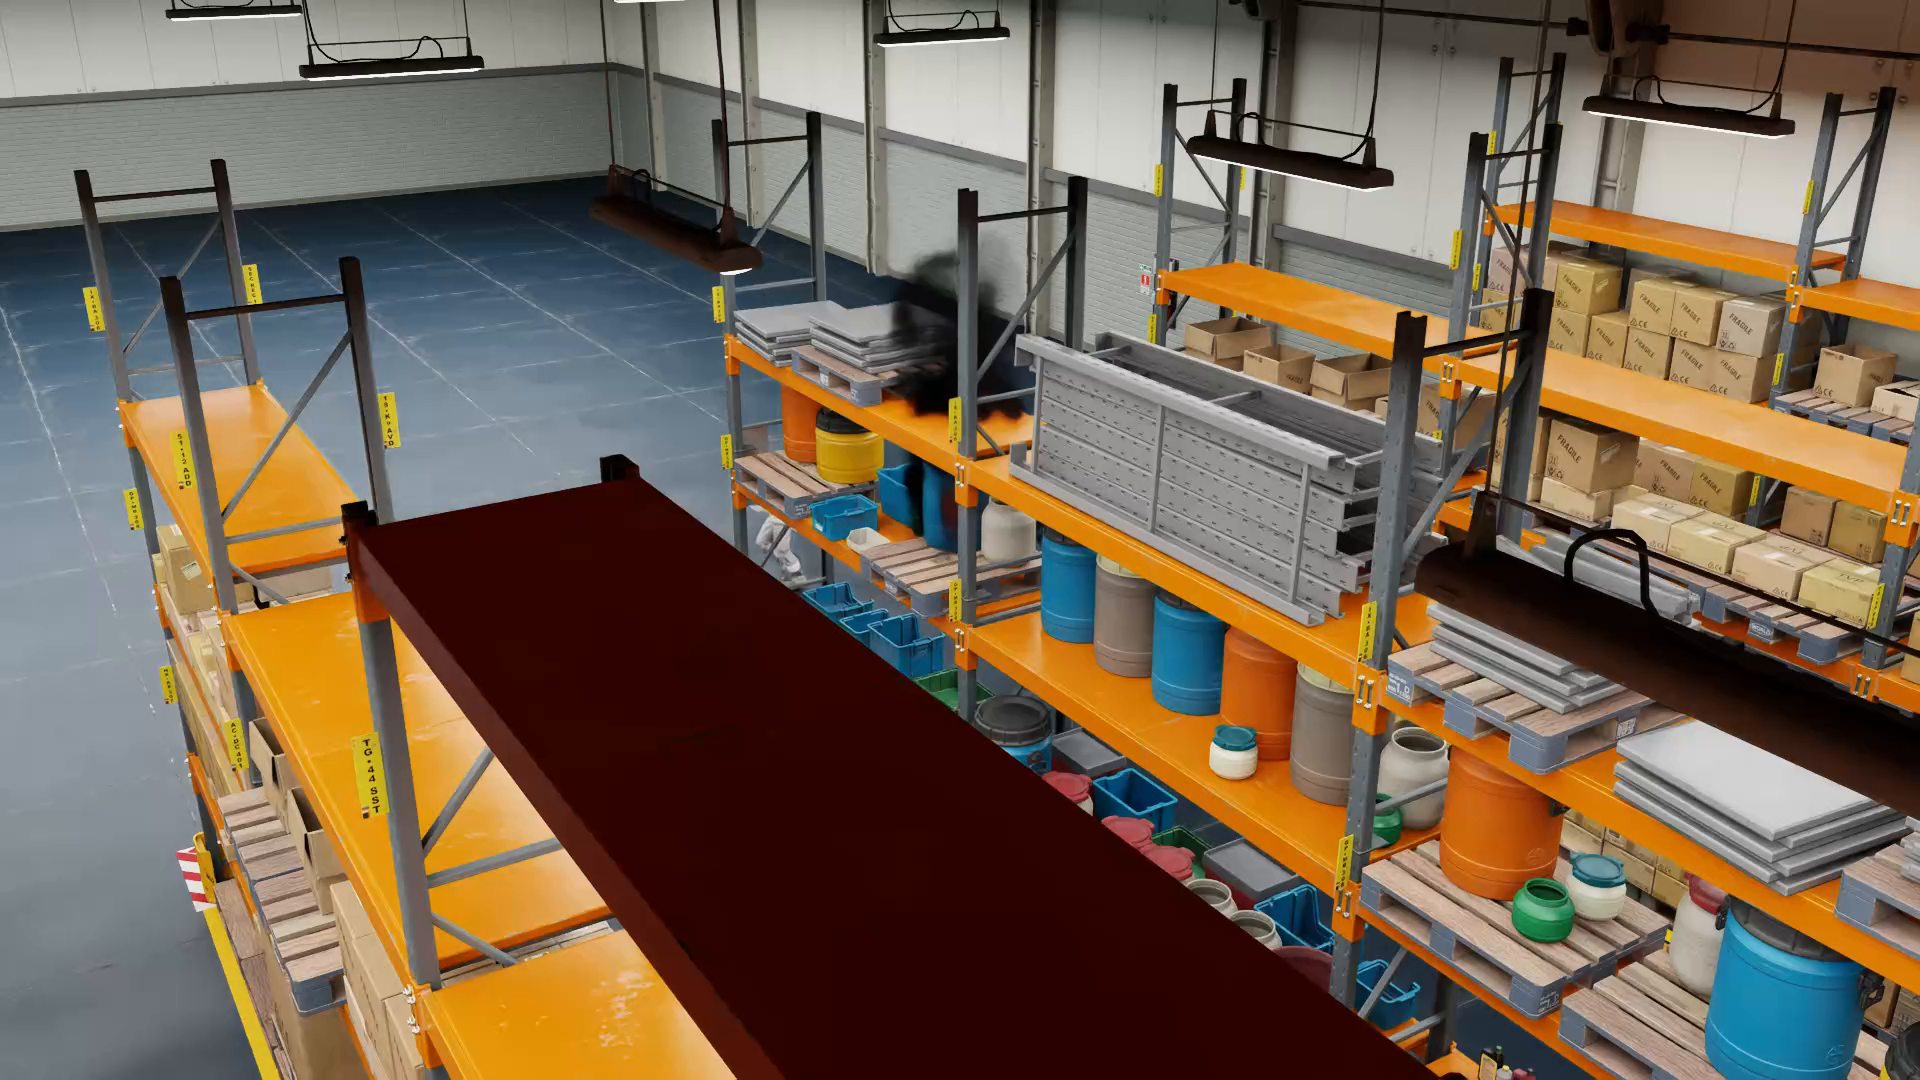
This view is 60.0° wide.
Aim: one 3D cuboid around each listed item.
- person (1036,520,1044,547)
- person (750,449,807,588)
[{"bbox_3d":[1.037,-0.313,20.112,0.645,1.545,0.516,0,22,1],"label":"person"},{"bbox_3d":[-2.152,-0.245,19.606,0.642,1.741,0.649,-3,22,-8],"label":"person"}]
